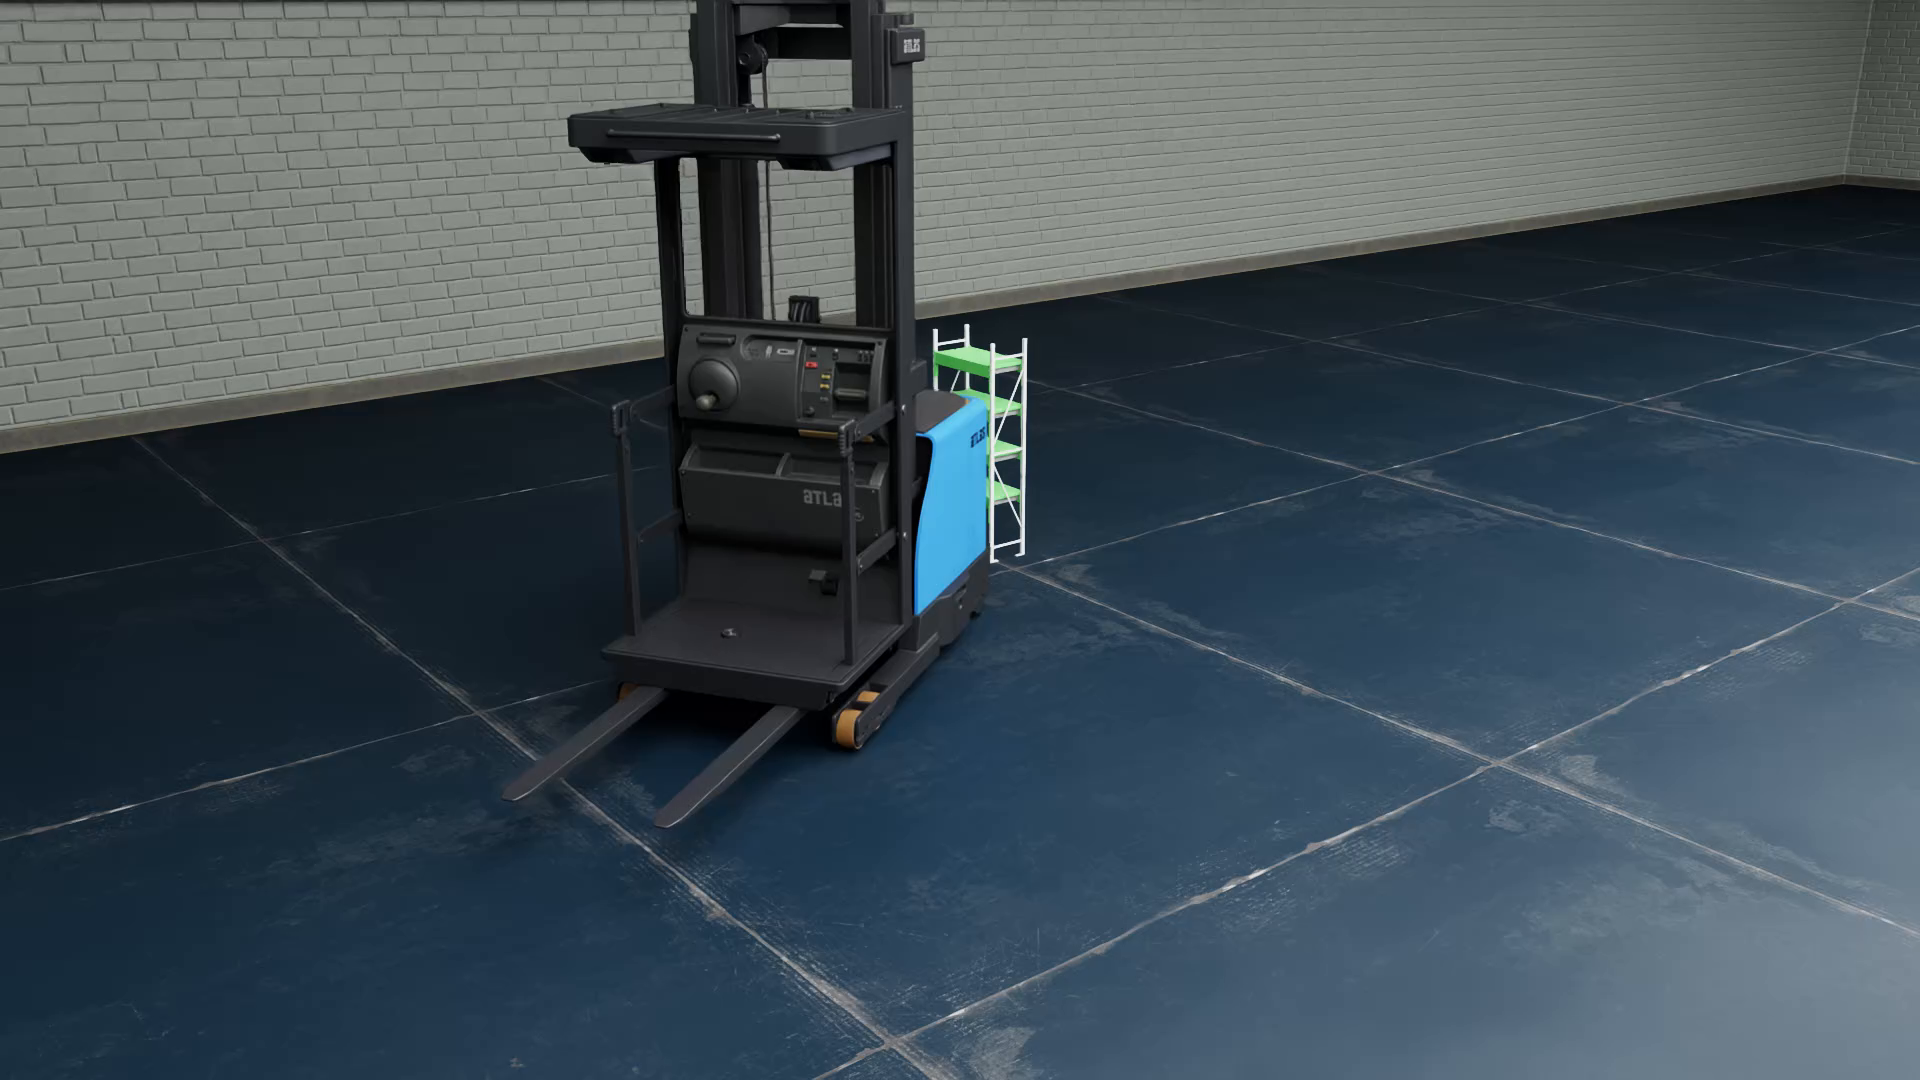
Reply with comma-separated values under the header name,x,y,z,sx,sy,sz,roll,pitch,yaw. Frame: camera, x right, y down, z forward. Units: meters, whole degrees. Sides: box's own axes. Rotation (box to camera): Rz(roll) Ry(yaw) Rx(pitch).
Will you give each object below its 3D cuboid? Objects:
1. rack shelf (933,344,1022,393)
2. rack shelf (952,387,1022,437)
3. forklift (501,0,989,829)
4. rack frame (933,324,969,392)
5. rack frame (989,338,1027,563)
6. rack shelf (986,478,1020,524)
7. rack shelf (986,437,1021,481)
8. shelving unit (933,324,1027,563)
name,x,y,z,sx,sy,sz,roll,pitch,yaw
rack shelf,0.103,-0.924,8.920,0.258,0.148,0.480,-14,23,-36
rack shelf,0.103,-0.696,8.995,0.258,0.148,0.480,-14,23,-36
forklift,-0.819,-0.680,6.754,1.130,2.935,3.031,6,19,18
rack frame,-0.049,-0.589,9.232,0.240,1.200,0.015,-14,23,-36
rack frame,0.254,-0.469,8.869,0.240,1.200,0.015,-14,23,-36
rack shelf,0.103,-0.240,9.146,0.258,0.148,0.480,-14,23,-36
rack shelf,0.103,-0.468,9.071,0.258,0.148,0.480,-14,23,-36
shelving unit,0.103,-0.529,9.051,0.258,1.200,0.503,-14,23,-36
